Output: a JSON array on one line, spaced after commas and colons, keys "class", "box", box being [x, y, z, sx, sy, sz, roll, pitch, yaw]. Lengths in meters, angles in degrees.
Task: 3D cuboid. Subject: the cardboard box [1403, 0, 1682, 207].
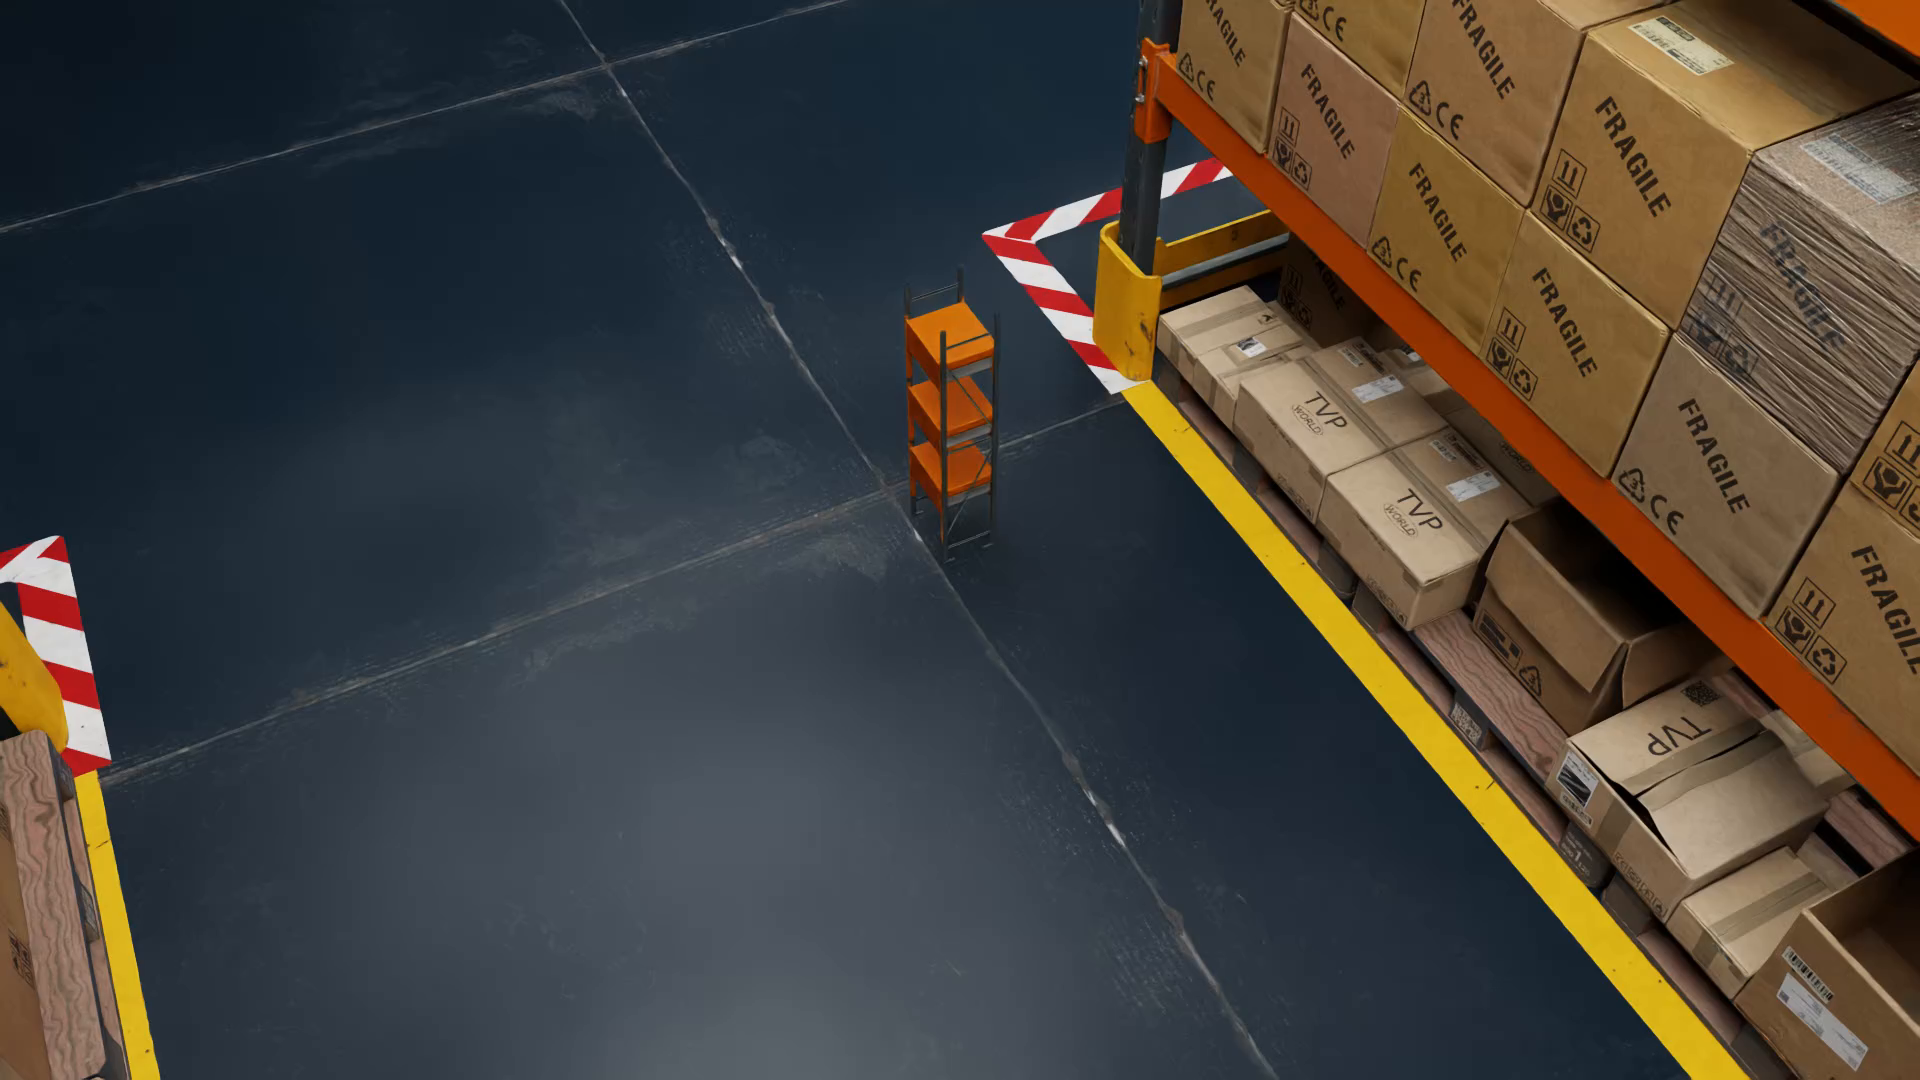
[{"class": "cardboard box", "box": [1.491, -1.225, 4.098, 0.500, 0.500, 0.500, -21, 52, -17]}]

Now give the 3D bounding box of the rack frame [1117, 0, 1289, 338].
[{"class": "rack frame", "box": [1.052, -1.935, 5.449, 1.000, 3.000, 0.127, -21, 52, -18]}]

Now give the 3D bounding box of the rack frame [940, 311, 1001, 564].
[{"class": "rack frame", "box": [0.031, -0.300, 5.315, 0.200, 1.050, 0.008, -21, 52, -18]}]

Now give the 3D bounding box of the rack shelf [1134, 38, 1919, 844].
[{"class": "rack shelf", "box": [1.967, -0.359, 4.549, 1.077, 0.370, 4.000, -21, 52, -18]}]

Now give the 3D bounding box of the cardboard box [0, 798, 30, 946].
[{"class": "cardboard box", "box": [-2.942, 0.893, 4.358, 0.700, 0.500, 0.500, -21, 52, -18]}]

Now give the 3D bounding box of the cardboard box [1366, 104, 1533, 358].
[{"class": "cardboard box", "box": [1.488, -0.899, 4.477, 0.500, 0.500, 0.500, -21, 52, -18]}]

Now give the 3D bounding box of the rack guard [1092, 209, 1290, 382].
[{"class": "rack guard", "box": [1.087, -1.061, 6.346, 1.175, 0.500, 0.348, -21, 52, -18]}]

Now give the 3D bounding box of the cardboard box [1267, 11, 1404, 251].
[{"class": "cardboard box", "box": [1.261, -1.236, 4.772, 0.500, 0.500, 0.500, -22, 52, -18]}]

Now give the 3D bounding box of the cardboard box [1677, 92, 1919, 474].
[{"class": "cardboard box", "box": [1.953, -0.548, 3.506, 0.500, 0.500, 0.500, -21, 52, -17]}]

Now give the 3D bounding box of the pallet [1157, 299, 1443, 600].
[{"class": "pallet", "box": [1.452, -0.432, 5.988, 1.003, 0.211, 1.213, -21, 52, -18]}]

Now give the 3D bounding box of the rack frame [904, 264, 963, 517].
[{"class": "rack frame", "box": [-0.080, -0.463, 5.458, 0.200, 1.050, 0.008, -21, 52, -18]}]

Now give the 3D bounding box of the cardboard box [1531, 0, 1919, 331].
[{"class": "cardboard box", "box": [1.724, -0.885, 3.801, 0.500, 0.500, 0.500, -22, 52, -18]}]

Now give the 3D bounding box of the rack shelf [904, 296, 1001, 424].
[{"class": "rack shelf", "box": [-0.024, -0.561, 5.181, 0.215, 0.259, 0.240, -21, 52, -18]}]

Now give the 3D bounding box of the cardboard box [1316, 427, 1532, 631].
[{"class": "cardboard box", "box": [1.506, -0.043, 5.329, 0.500, 0.250, 0.500, -21, 52, -18]}]

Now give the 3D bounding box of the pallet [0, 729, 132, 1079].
[{"class": "pallet", "box": [-2.915, 1.200, 4.560, 1.003, 0.211, 1.213, -21, 52, -18]}]

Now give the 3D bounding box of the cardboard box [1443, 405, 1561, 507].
[{"class": "cardboard box", "box": [1.928, -0.249, 5.509, 0.500, 0.250, 0.500, -21, 52, -18]}]

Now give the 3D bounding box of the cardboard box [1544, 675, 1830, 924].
[{"class": "cardboard box", "box": [2.026, 0.697, 4.641, 0.500, 0.311, 0.500, -21, 52, -18]}]

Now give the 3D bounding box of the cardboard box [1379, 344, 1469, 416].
[{"class": "cardboard box", "box": [1.625, -0.565, 5.842, 0.380, 0.166, 0.250, -21, 52, -18]}]

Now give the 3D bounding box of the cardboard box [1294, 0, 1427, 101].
[{"class": "cardboard box", "box": [1.267, -1.562, 4.392, 0.500, 0.500, 0.500, -21, 52, -17]}]

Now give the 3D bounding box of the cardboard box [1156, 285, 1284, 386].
[{"class": "cardboard box", "box": [0.938, -0.742, 6.008, 0.380, 0.149, 0.250, -21, 52, -18]}]

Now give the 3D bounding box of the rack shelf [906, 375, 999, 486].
[{"class": "rack shelf", "box": [-0.024, -0.374, 5.394, 0.215, 0.259, 0.240, -21, 52, -18]}]

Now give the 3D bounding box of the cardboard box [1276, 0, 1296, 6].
[{"class": "cardboard box", "box": [1.021, -1.909, 4.696, 0.500, 0.500, 0.500, -20, 52, -16]}]

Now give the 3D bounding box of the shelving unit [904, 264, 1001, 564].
[{"class": "shelving unit", "box": [-0.024, -0.381, 5.386, 0.215, 1.050, 0.252, -21, 52, -18]}]

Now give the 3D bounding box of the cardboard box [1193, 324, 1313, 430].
[{"class": "cardboard box", "box": [1.052, -0.581, 5.855, 0.380, 0.166, 0.250, -21, 52, -18]}]

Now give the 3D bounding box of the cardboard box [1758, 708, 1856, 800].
[{"class": "cardboard box", "box": [2.478, 0.600, 4.823, 0.380, 0.166, 0.250, -21, 52, -18]}]

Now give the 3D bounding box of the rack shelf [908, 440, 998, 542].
[{"class": "rack shelf", "box": [-0.024, -0.192, 5.603, 0.215, 0.259, 0.240, -21, 52, -18]}]
